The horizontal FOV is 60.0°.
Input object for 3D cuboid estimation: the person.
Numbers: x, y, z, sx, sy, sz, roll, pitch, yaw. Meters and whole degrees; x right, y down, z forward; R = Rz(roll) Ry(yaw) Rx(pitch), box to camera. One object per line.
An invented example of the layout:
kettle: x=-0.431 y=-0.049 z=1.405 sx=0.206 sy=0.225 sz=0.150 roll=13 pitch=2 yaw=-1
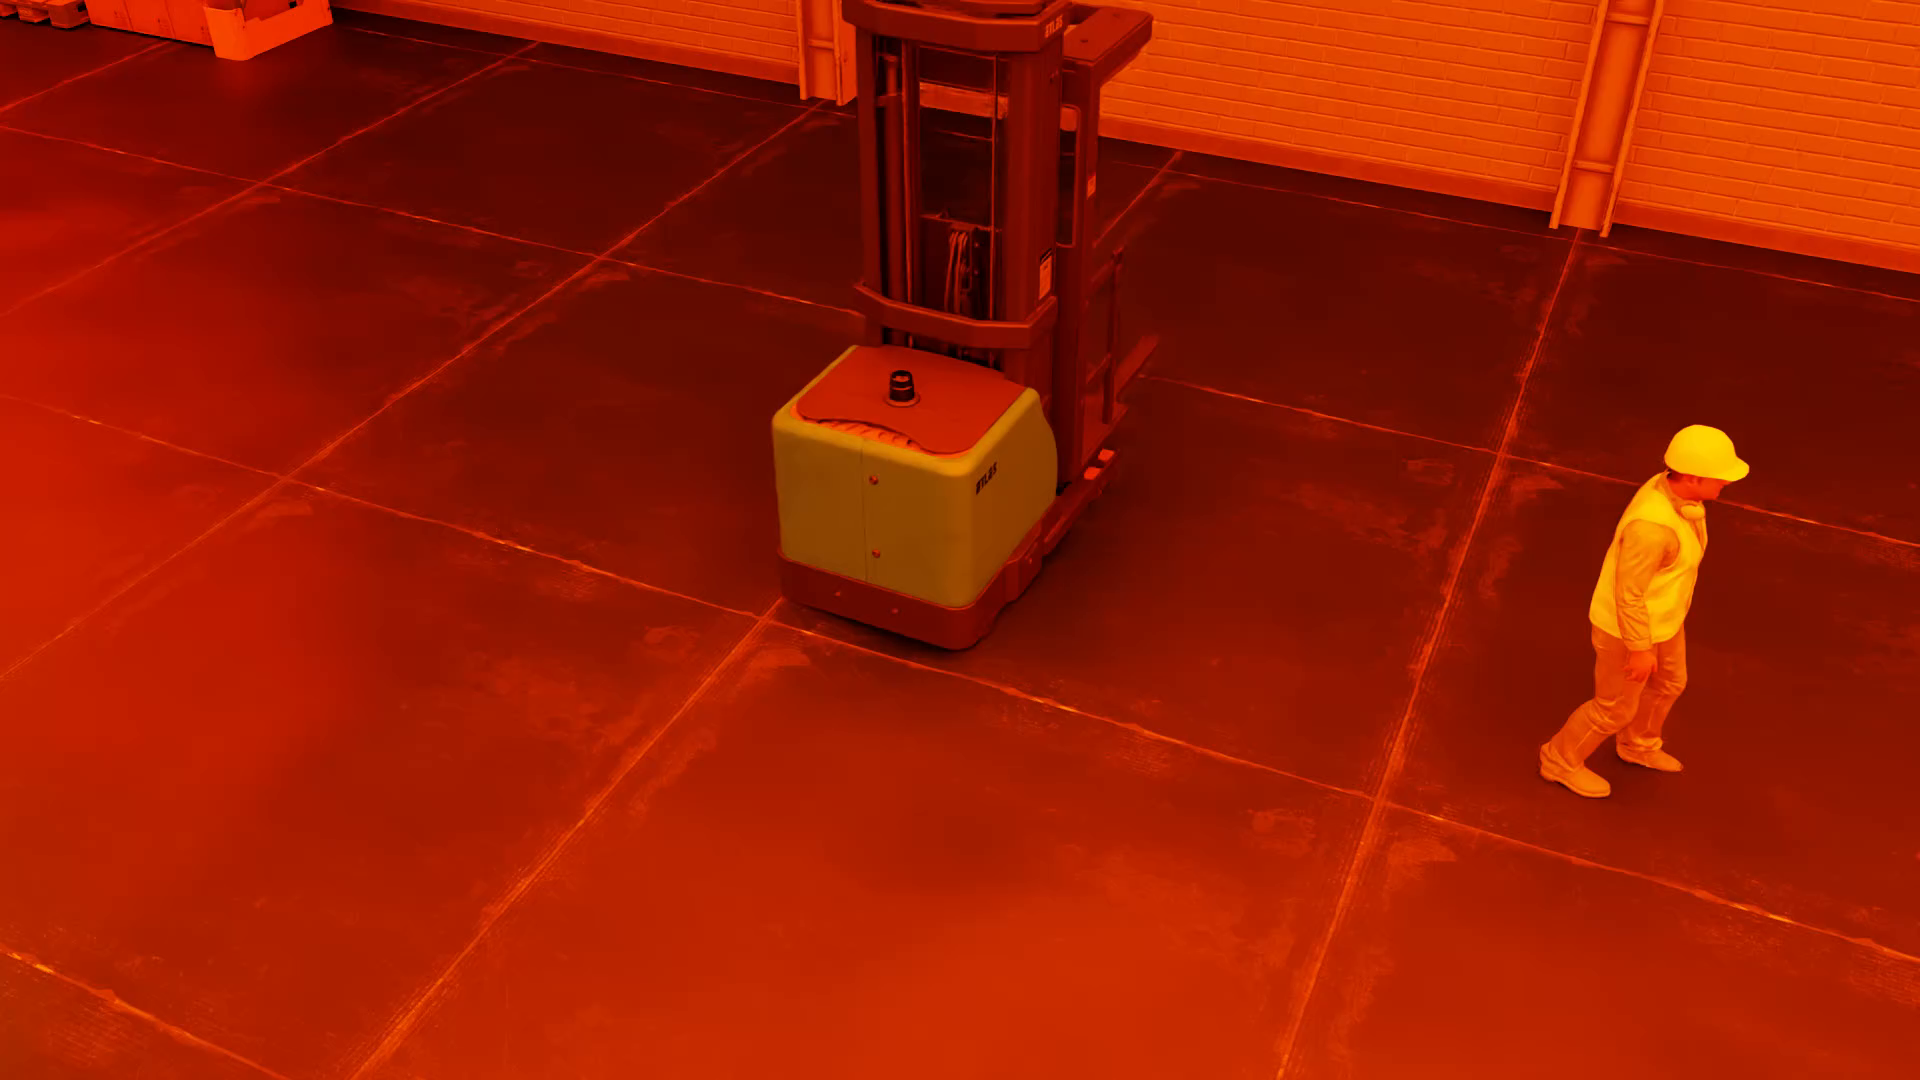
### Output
person: x=2.778 y=0.329 z=6.669 sx=0.542 sy=1.800 sz=0.616 roll=22 pitch=41 yaw=28

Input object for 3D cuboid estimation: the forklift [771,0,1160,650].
forklift: x=0.225 y=-1.523 z=8.222 sx=1.130 sy=2.935 sz=3.031 roll=16 pitch=38 yaw=21
